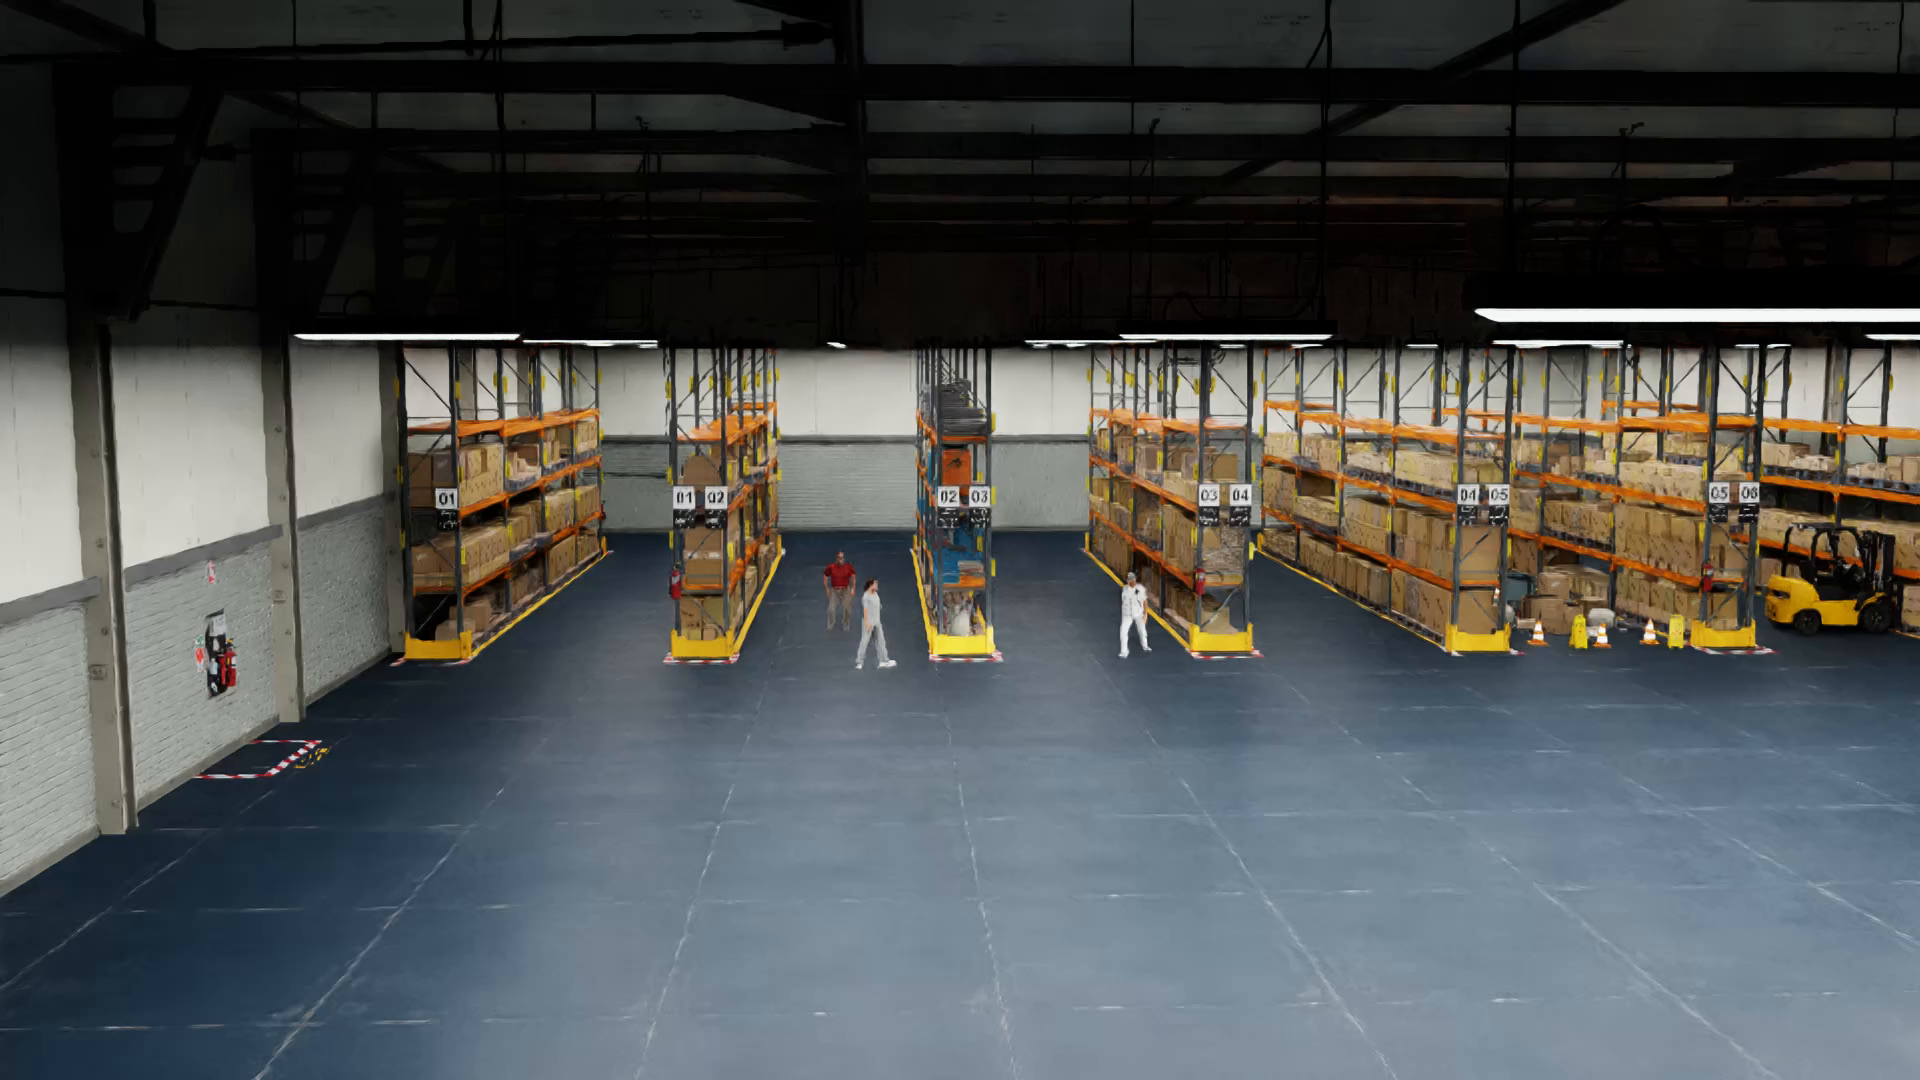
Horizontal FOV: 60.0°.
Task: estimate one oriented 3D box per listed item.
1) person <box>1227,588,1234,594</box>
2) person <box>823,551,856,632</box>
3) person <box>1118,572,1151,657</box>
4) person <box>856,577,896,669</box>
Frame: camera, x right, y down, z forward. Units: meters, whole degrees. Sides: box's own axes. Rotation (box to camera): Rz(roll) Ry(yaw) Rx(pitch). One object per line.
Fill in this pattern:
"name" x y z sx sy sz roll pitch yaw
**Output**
"person" 6.460 0.386 39.370 0.551 1.707 1.109 -1 7 -5
"person" -2.456 1.046 33.932 0.682 1.676 0.535 -1 7 -5
"person" 3.297 1.374 31.313 0.534 1.598 0.938 2 7 18
"person" -1.562 1.480 30.011 0.557 1.658 0.687 4 8 34
